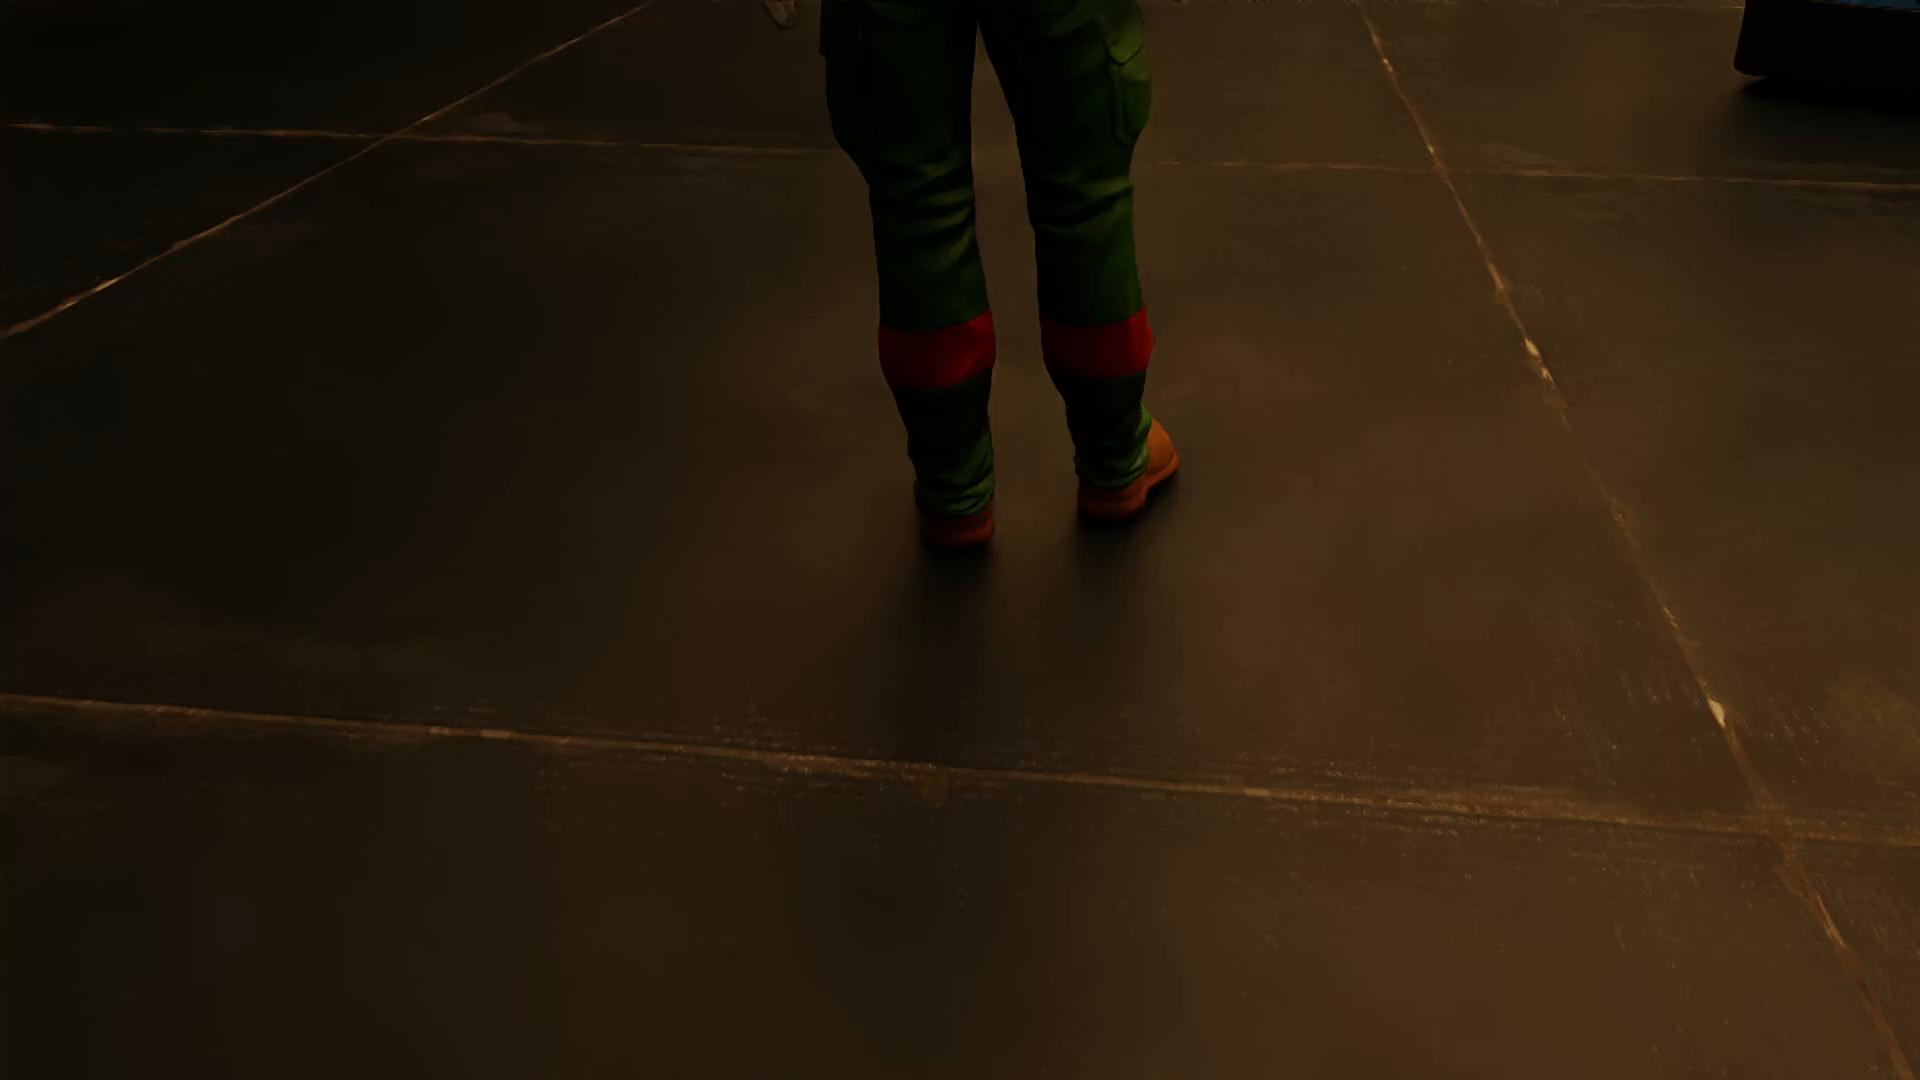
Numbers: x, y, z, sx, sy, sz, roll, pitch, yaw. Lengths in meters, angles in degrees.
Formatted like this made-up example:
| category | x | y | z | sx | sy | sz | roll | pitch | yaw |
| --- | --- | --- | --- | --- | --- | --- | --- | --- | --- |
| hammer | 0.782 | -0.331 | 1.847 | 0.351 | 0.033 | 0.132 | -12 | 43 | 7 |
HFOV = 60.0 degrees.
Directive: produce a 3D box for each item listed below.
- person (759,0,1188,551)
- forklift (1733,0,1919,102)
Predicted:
| category | x | y | z | sx | sy | sz | roll | pitch | yaw |
| --- | --- | --- | --- | --- | --- | --- | --- | --- | --- |
| person | 0.022 | -0.842 | 2.168 | 0.637 | 1.787 | 0.563 | 3 | 27 | 7 |
| forklift | 3.906 | -3.100 | 5.431 | 1.130 | 2.935 | 3.031 | 23 | 35 | 38 |
